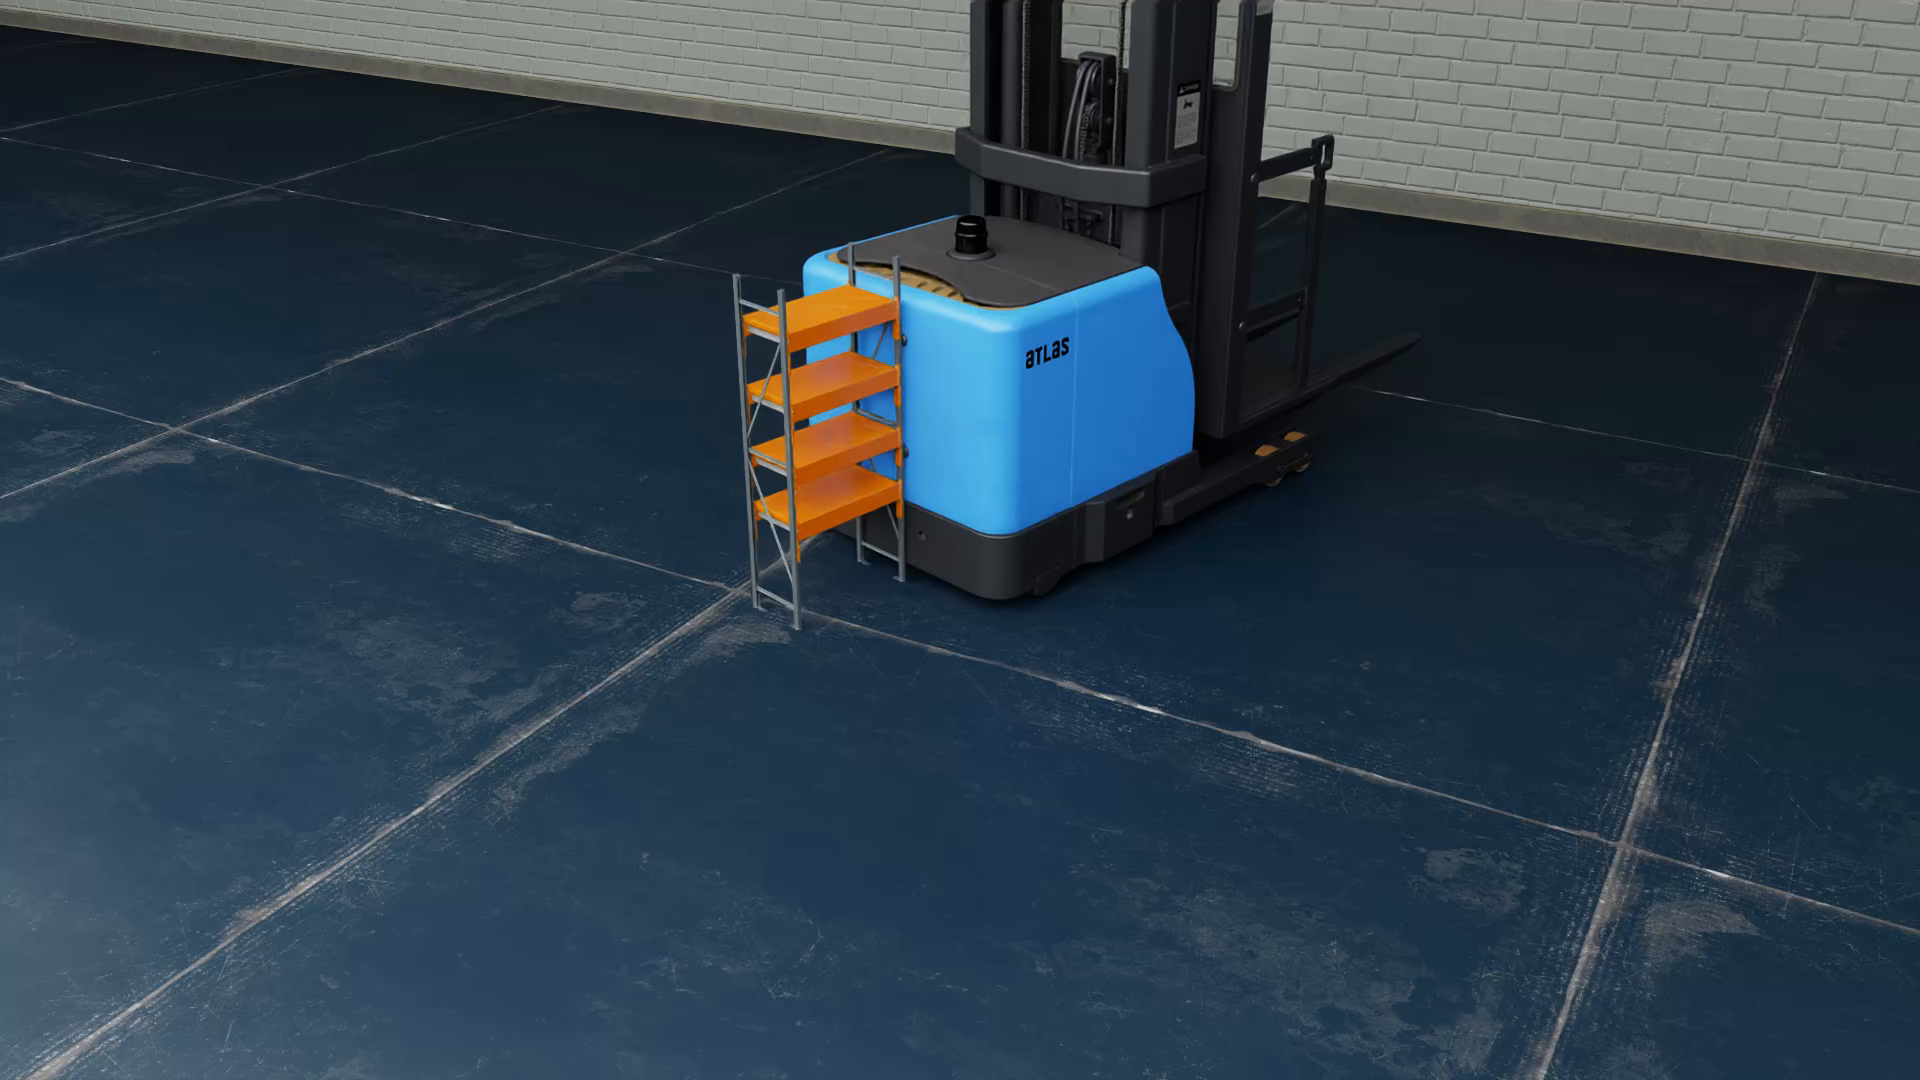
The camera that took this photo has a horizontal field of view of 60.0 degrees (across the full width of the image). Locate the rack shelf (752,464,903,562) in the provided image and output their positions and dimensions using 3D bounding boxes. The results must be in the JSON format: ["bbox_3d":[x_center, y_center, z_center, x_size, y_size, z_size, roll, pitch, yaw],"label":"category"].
[{"bbox_3d":[-0.456,-0.106,5.715,0.258,0.148,0.480,24,35,39],"label":"rack shelf"}]

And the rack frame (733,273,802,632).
[{"bbox_3d":[-0.627,-0.266,5.440,0.240,1.200,0.015,24,35,39],"label":"rack frame"}]

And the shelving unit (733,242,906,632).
[{"bbox_3d":[-0.456,-0.344,5.596,0.258,1.200,0.503,24,35,39],"label":"shelving unit"}]

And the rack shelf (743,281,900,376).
[{"bbox_3d":[-0.456,-0.695,5.420,0.258,0.148,0.480,24,35,39],"label":"rack shelf"}]

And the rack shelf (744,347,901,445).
[{"bbox_3d":[-0.456,-0.484,5.526,0.258,0.148,0.480,24,35,39],"label":"rack shelf"}]

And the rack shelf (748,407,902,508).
[{"bbox_3d":[-0.456,-0.284,5.626,0.258,0.148,0.480,24,35,39],"label":"rack shelf"}]

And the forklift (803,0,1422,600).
[{"bbox_3d":[0.821,-1.669,6.310,1.130,2.935,3.031,24,35,39],"label":"forklift"}]

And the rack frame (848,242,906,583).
[{"bbox_3d":[-0.285,-0.422,5.752,0.240,1.200,0.015,24,35,39],"label":"rack frame"}]
